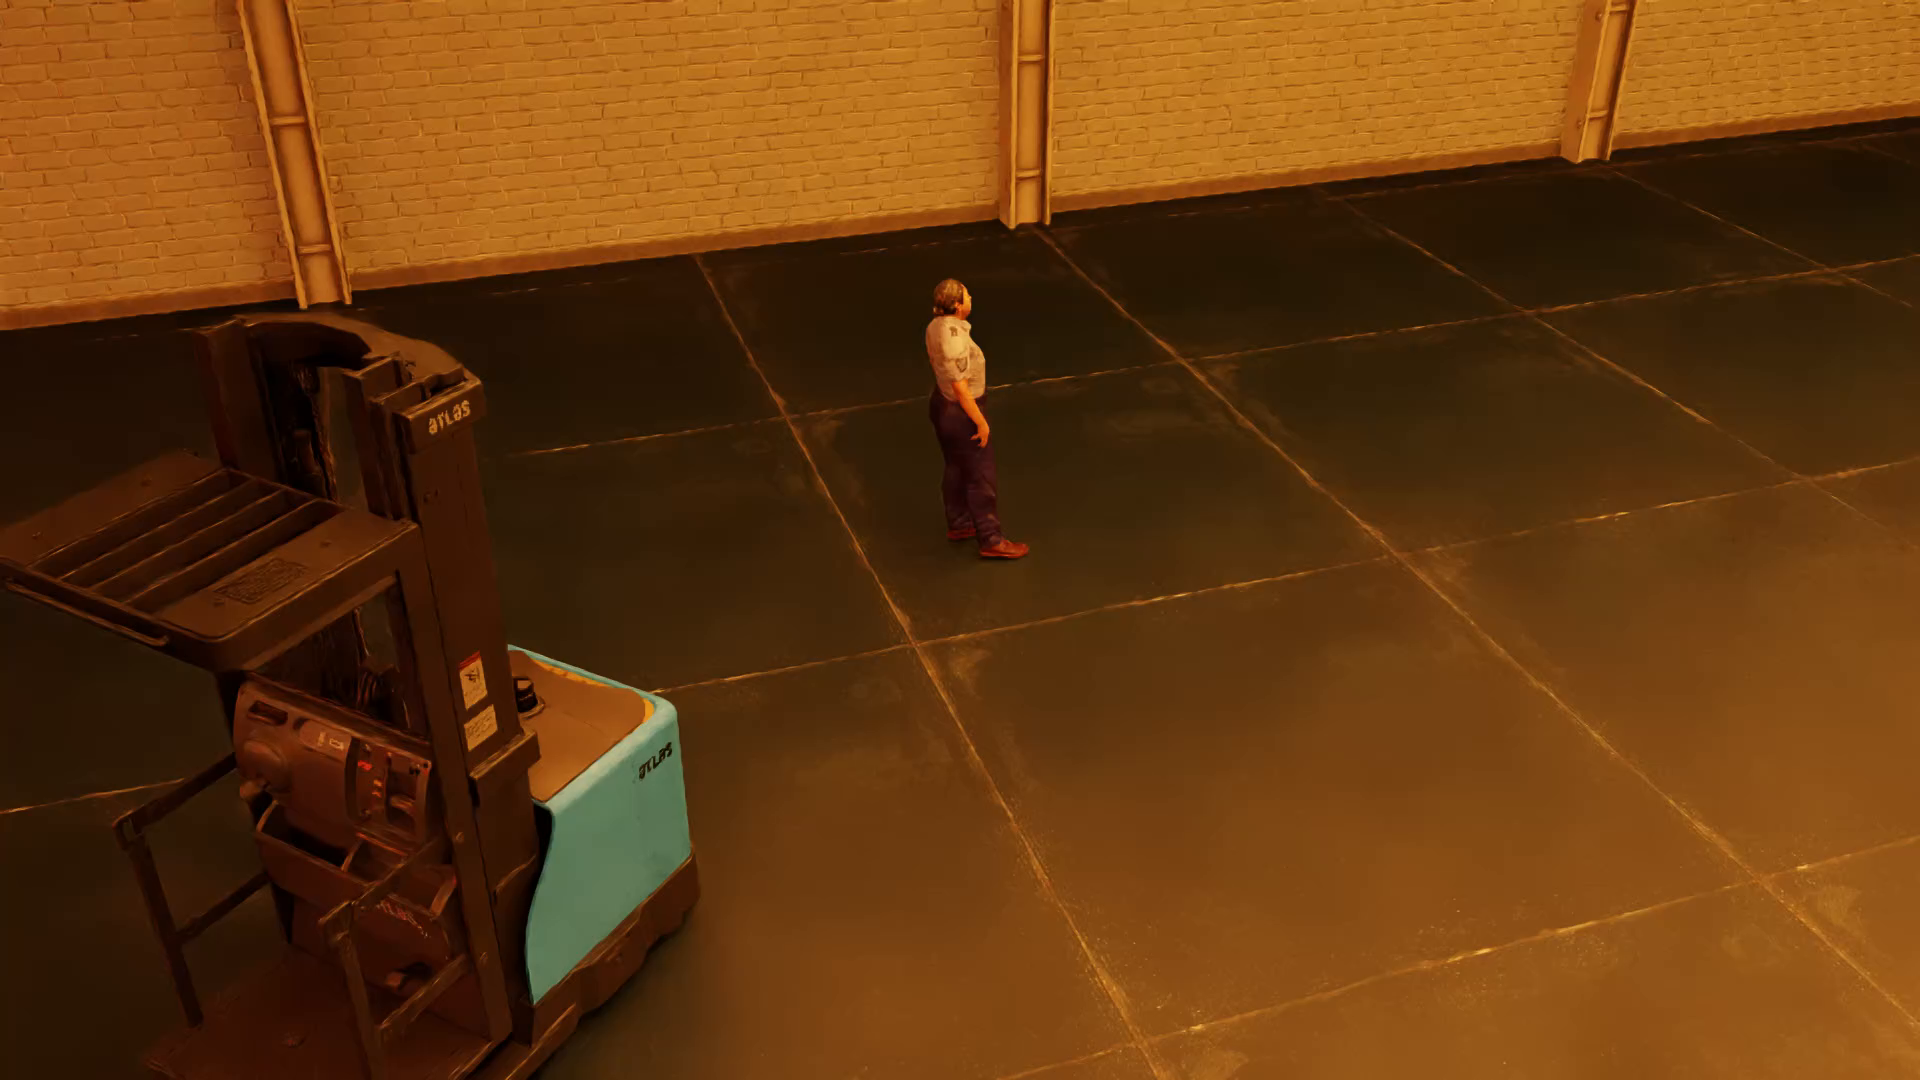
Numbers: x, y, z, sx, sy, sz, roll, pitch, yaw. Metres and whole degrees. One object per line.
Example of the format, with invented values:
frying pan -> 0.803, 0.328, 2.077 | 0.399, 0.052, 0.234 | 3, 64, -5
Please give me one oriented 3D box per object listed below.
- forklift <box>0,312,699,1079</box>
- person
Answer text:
forklift -> -2.287, 0.842, 5.624 | 1.130, 2.935, 3.031 | 15, 33, 25
person -> 0.092, -0.724, 9.618 | 0.502, 1.650, 0.599 | -10, 31, -16
